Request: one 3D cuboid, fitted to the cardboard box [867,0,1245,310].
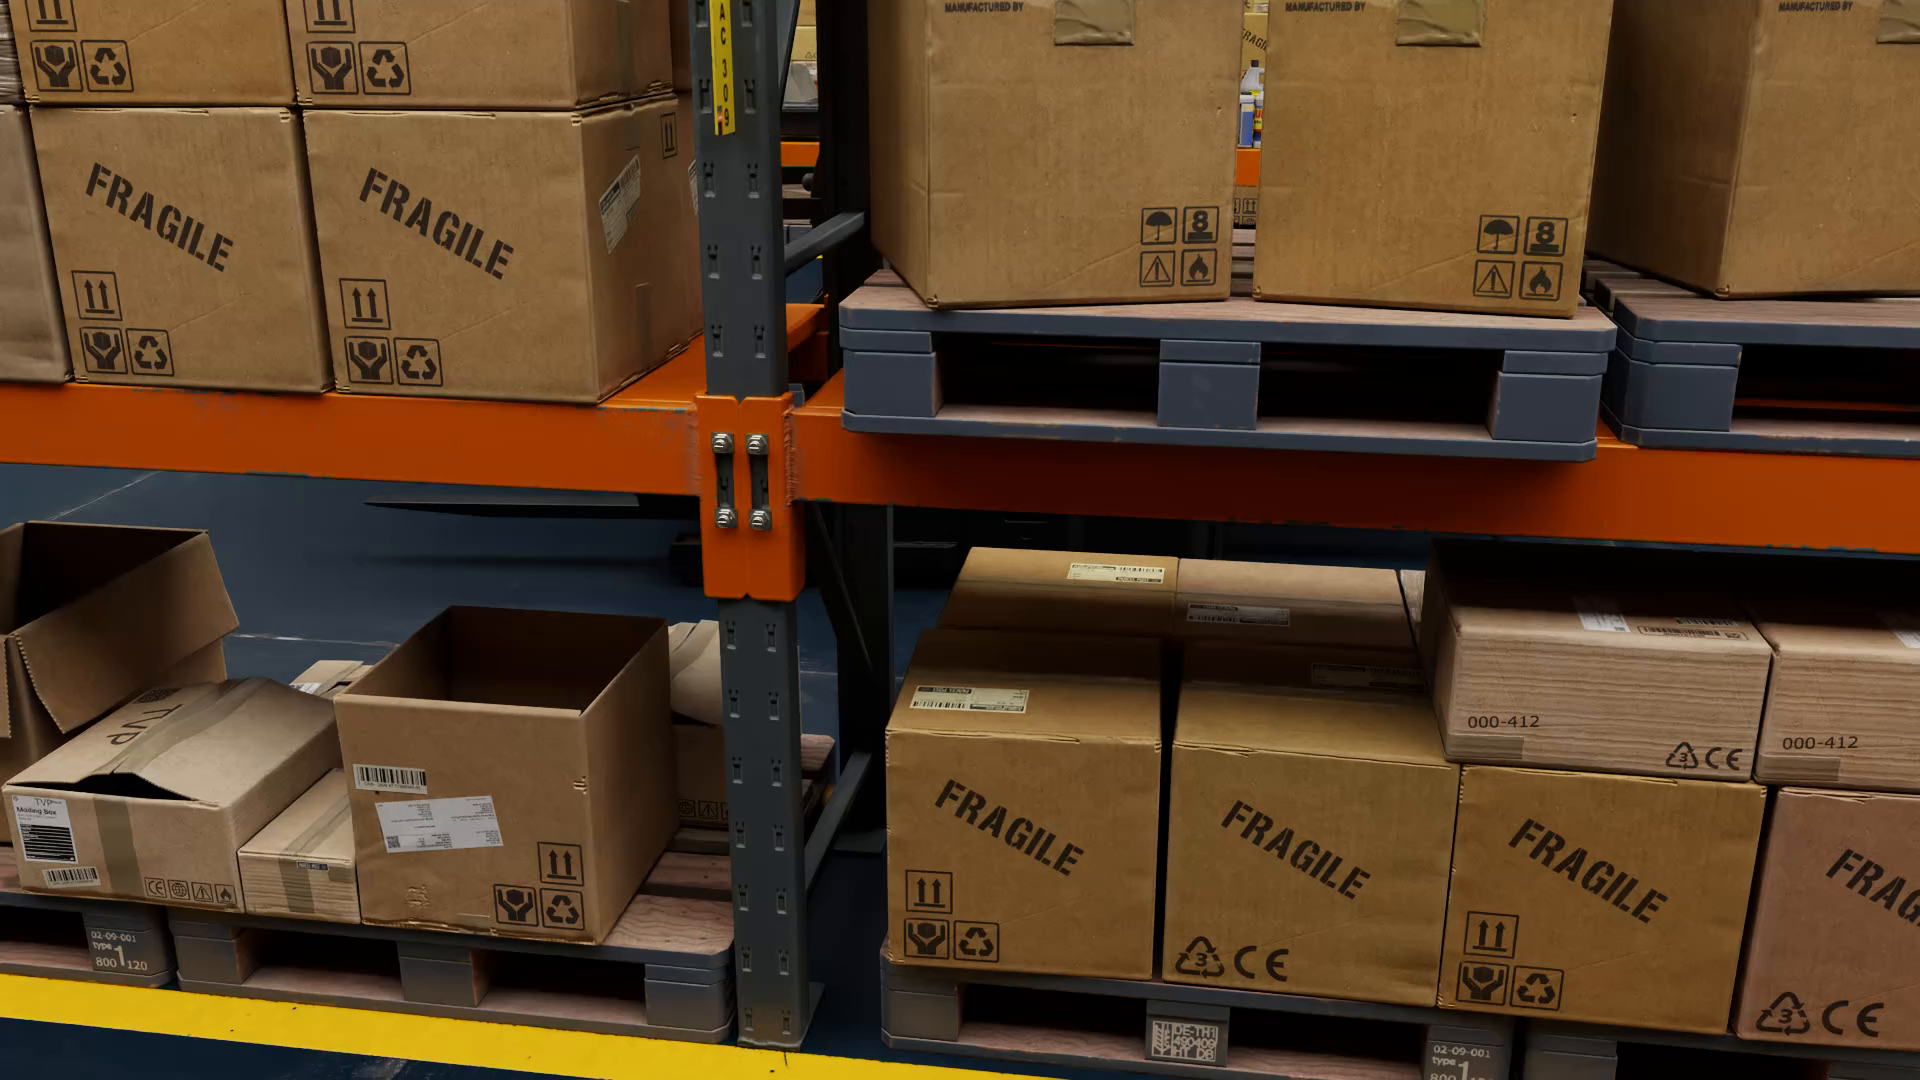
[{"bbox_3d":[0.133,-0.723,2.917,0.500,0.500,0.700,-3,19,-10],"label":"cardboard box"}]

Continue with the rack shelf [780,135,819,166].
[{"bbox_3d":[-1.484,-1.881,8.333,4.000,0.370,1.077,3,19,9],"label":"rack shelf"}]

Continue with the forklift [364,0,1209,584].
[{"bbox_3d":[-0.629,-1.399,5.864,3.031,2.935,1.130,1,19,2],"label":"forklift"}]

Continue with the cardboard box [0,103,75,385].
[{"bbox_3d":[-1.850,-0.613,3.251,0.500,0.500,0.500,3,19,10],"label":"cardboard box"}]

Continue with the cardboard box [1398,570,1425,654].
[{"bbox_3d":[1.215,0.394,3.643,0.500,0.500,0.500,3,19,9],"label":"cardboard box"}]

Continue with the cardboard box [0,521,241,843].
[{"bbox_3d":[-2.155,0.312,3.884,0.637,0.503,0.797,3,19,9],"label":"cardboard box"}]

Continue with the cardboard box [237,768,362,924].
[{"bbox_3d":[-1.286,0.633,3.483,0.250,0.149,0.380,3,19,9],"label":"cardboard box"}]

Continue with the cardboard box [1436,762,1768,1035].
[{"bbox_3d":[1.160,0.558,3.154,0.500,0.500,0.500,3,19,9],"label":"cardboard box"}]

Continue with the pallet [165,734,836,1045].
[{"bbox_3d":[-0.977,0.717,3.827,1.213,0.211,1.003,3,19,9],"label":"pallet"}]

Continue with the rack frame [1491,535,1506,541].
[{"bbox_3d":[1.967,-0.525,6.100,0.032,1.125,0.500,1,19,2],"label":"rack frame"}]

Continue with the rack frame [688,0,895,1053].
[{"bbox_3d":[-0.299,-0.570,3.280,0.127,3.000,1.000,3,19,9],"label":"rack frame"}]

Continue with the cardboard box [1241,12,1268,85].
[{"bbox_3d":[2.187,-3.595,12.161,0.500,0.500,0.500,3,19,9],"label":"cardboard box"}]

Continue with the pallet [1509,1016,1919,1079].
[{"bbox_3d":[1.718,0.842,3.454,1.213,0.211,1.003,3,19,9],"label":"pallet"}]

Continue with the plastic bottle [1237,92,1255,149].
[{"bbox_3d":[1.248,-1.902,7.456,0.135,0.276,0.152,3,19,9],"label":"plastic bottle"}]

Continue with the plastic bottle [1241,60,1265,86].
[{"bbox_3d":[1.450,-2.155,8.093,0.185,0.351,0.144,3,19,9],"label":"plastic bottle"}]

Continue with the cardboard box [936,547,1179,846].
[{"bbox_3d":[0.234,0.342,3.801,0.500,0.500,0.500,3,19,8],"label":"cardboard box"}]

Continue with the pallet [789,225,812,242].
[{"bbox_3d":[-0.671,-2.475,13.366,1.213,0.211,1.003,3,19,9],"label":"pallet"}]

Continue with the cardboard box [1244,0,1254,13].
[{"bbox_3d":[1.908,-4.167,12.292,0.637,0.503,0.797,2,19,7],"label":"cardboard box"}]

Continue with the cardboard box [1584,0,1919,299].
[{"bbox_3d":[1.455,-0.747,2.990,0.500,0.500,0.700,-2,19,-5],"label":"cardboard box"}]

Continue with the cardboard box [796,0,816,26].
[{"bbox_3d":[-1.236,-4.142,12.542,0.500,0.500,0.500,2,19,7],"label":"cardboard box"}]

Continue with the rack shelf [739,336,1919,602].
[{"bbox_3d":[1.676,-0.128,3.093,4.000,0.370,1.077,3,19,9],"label":"rack shelf"}]

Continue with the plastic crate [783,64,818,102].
[{"bbox_3d":[-0.988,-2.229,8.329,0.530,0.282,0.437,3,19,9],"label":"plastic crate"}]

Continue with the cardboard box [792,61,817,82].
[{"bbox_3d":[-1.106,-3.571,12.643,0.250,0.149,0.380,3,19,8],"label":"cardboard box"}]

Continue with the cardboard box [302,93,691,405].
[{"bbox_3d":[-0.833,-0.562,3.099,0.500,0.500,0.500,3,19,10],"label":"cardboard box"}]

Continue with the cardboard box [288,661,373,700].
[{"bbox_3d":[-1.535,0.435,4.046,0.250,0.166,0.380,3,19,9],"label":"cardboard box"}]

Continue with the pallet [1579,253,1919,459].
[{"bbox_3d":[1.729,-0.374,2.997,1.213,0.211,1.003,3,19,9],"label":"pallet"}]

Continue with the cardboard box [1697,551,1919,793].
[{"bbox_3d":[1.622,0.227,2.962,0.500,0.250,0.500,3,19,8],"label":"cardboard box"}]

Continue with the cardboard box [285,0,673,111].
[{"bbox_3d":[-0.840,-1.036,2.939,0.500,0.500,0.500,3,19,9],"label":"cardboard box"}]

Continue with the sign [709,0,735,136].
[{"bbox_3d":[-0.378,-0.810,2.634,0.005,0.325,0.100,3,19,9],"label":"sign"}]

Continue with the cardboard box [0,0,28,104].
[{"bbox_3d":[-1.843,-1.087,3.090,0.500,0.500,0.500,3,19,9],"label":"cardboard box"}]

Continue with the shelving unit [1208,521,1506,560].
[{"bbox_3d":[1.460,-0.532,6.120,1.048,1.125,0.538,1,19,2],"label":"shelving unit"}]

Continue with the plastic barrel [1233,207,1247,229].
[{"bbox_3d":[1.025,-1.293,8.086,0.708,0.901,0.600,3,19,9],"label":"plastic barrel"}]

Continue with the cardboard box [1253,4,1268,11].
[{"bbox_3d":[2.989,-5.254,16.545,0.250,0.149,0.380,3,19,10],"label":"cardboard box"}]

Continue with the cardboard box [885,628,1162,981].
[{"bbox_3d":[0.140,0.507,3.306,0.500,0.500,0.500,2,19,6],"label":"cardboard box"}]
